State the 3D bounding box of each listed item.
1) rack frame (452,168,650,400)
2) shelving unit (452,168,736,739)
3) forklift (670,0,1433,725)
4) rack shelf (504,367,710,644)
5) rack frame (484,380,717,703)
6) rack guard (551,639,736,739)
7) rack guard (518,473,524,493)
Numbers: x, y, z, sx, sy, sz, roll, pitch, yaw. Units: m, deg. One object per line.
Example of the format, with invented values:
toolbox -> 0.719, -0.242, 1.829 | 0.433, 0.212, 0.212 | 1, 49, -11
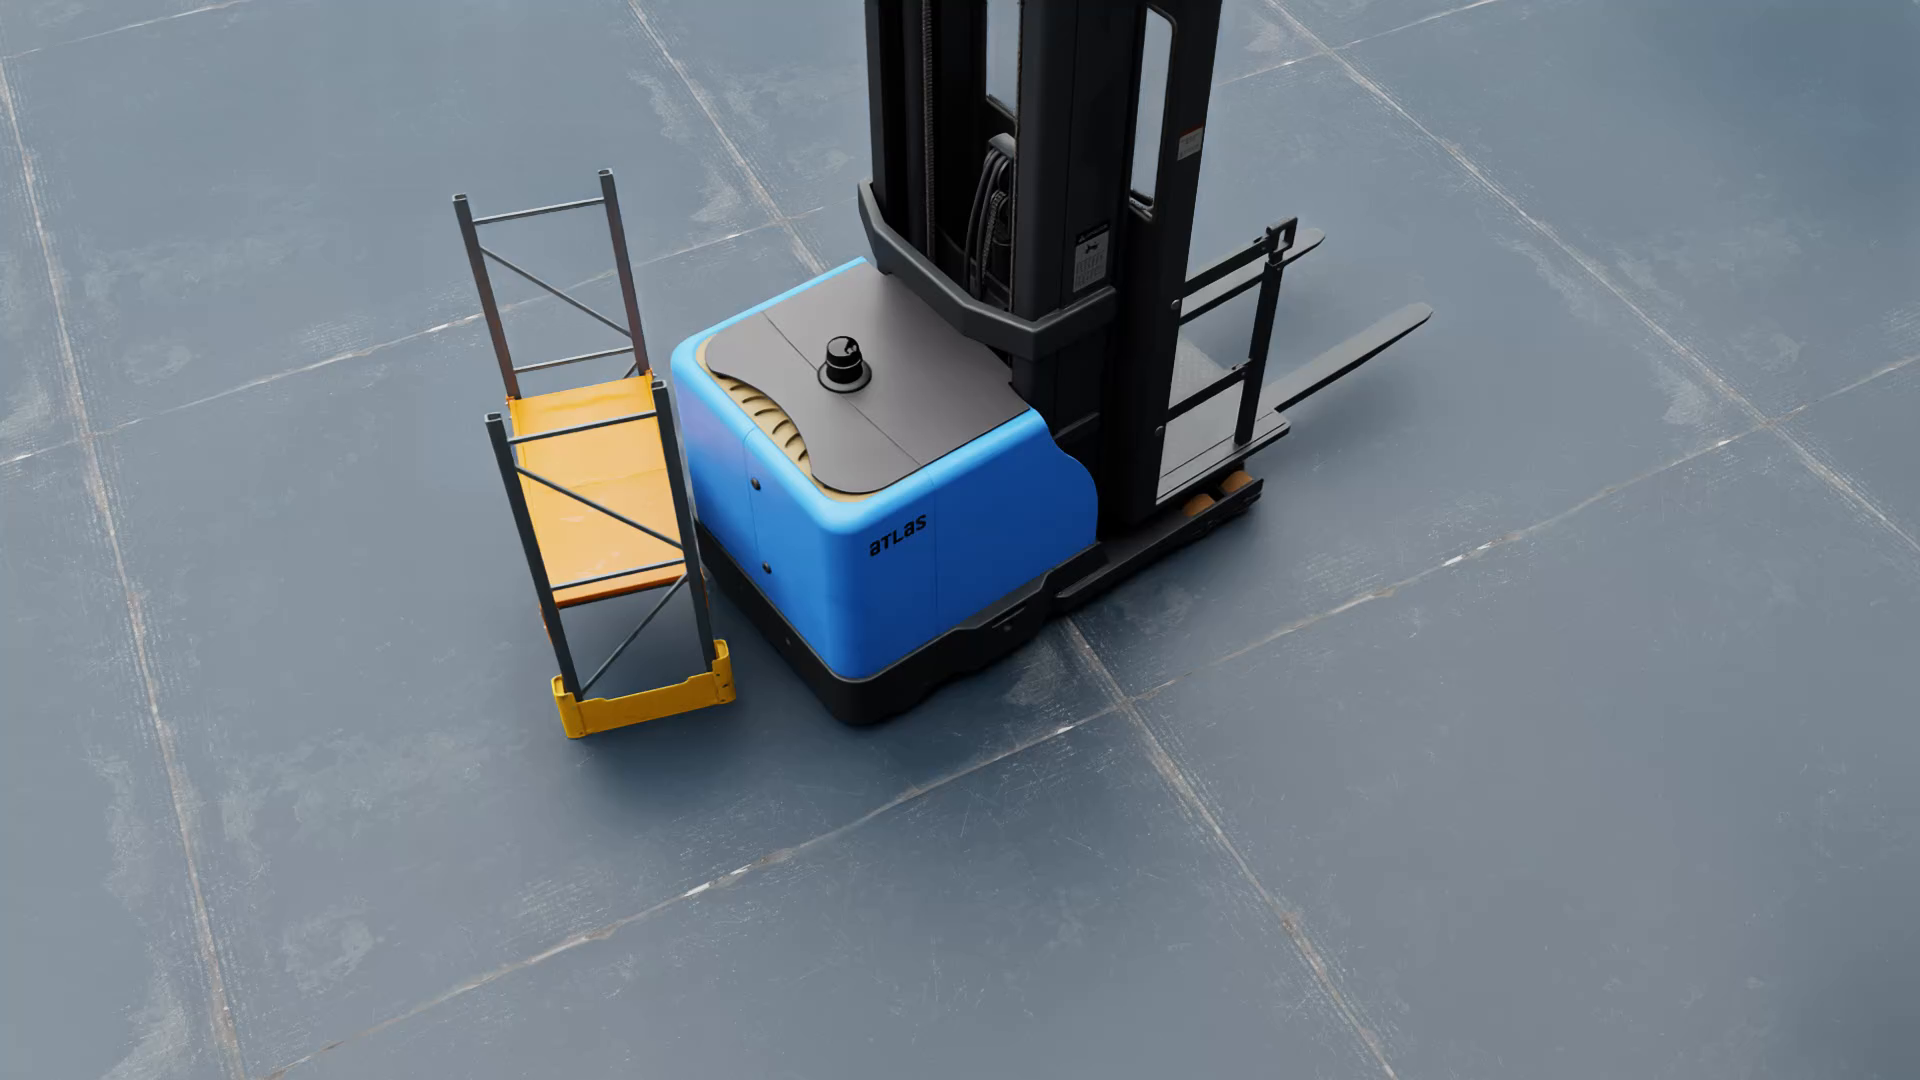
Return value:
rack frame -> -1.345, -0.626, 5.801 | 0.500, 1.500, 0.032 | -12, 50, -11
shelving unit -> -1.205, -0.265, 5.486 | 0.587, 1.500, 1.083 | -12, 50, -11
forklift -> 0.525, -1.266, 5.410 | 3.031, 2.935, 1.130 | -30, 55, -24
rack shelf -> -1.203, -0.140, 5.615 | 0.538, 0.185, 1.000 | -12, 50, -11
rack frame -> -1.060, 0.109, 5.159 | 0.500, 1.500, 0.032 | -12, 50, -11
rack guard -> -1.065, 0.506, 5.641 | 0.587, 0.250, 0.087 | -12, 50, -11
rack guard -> -1.345, -0.213, 6.271 | 0.587, 0.250, 0.087 | -12, 50, -11
